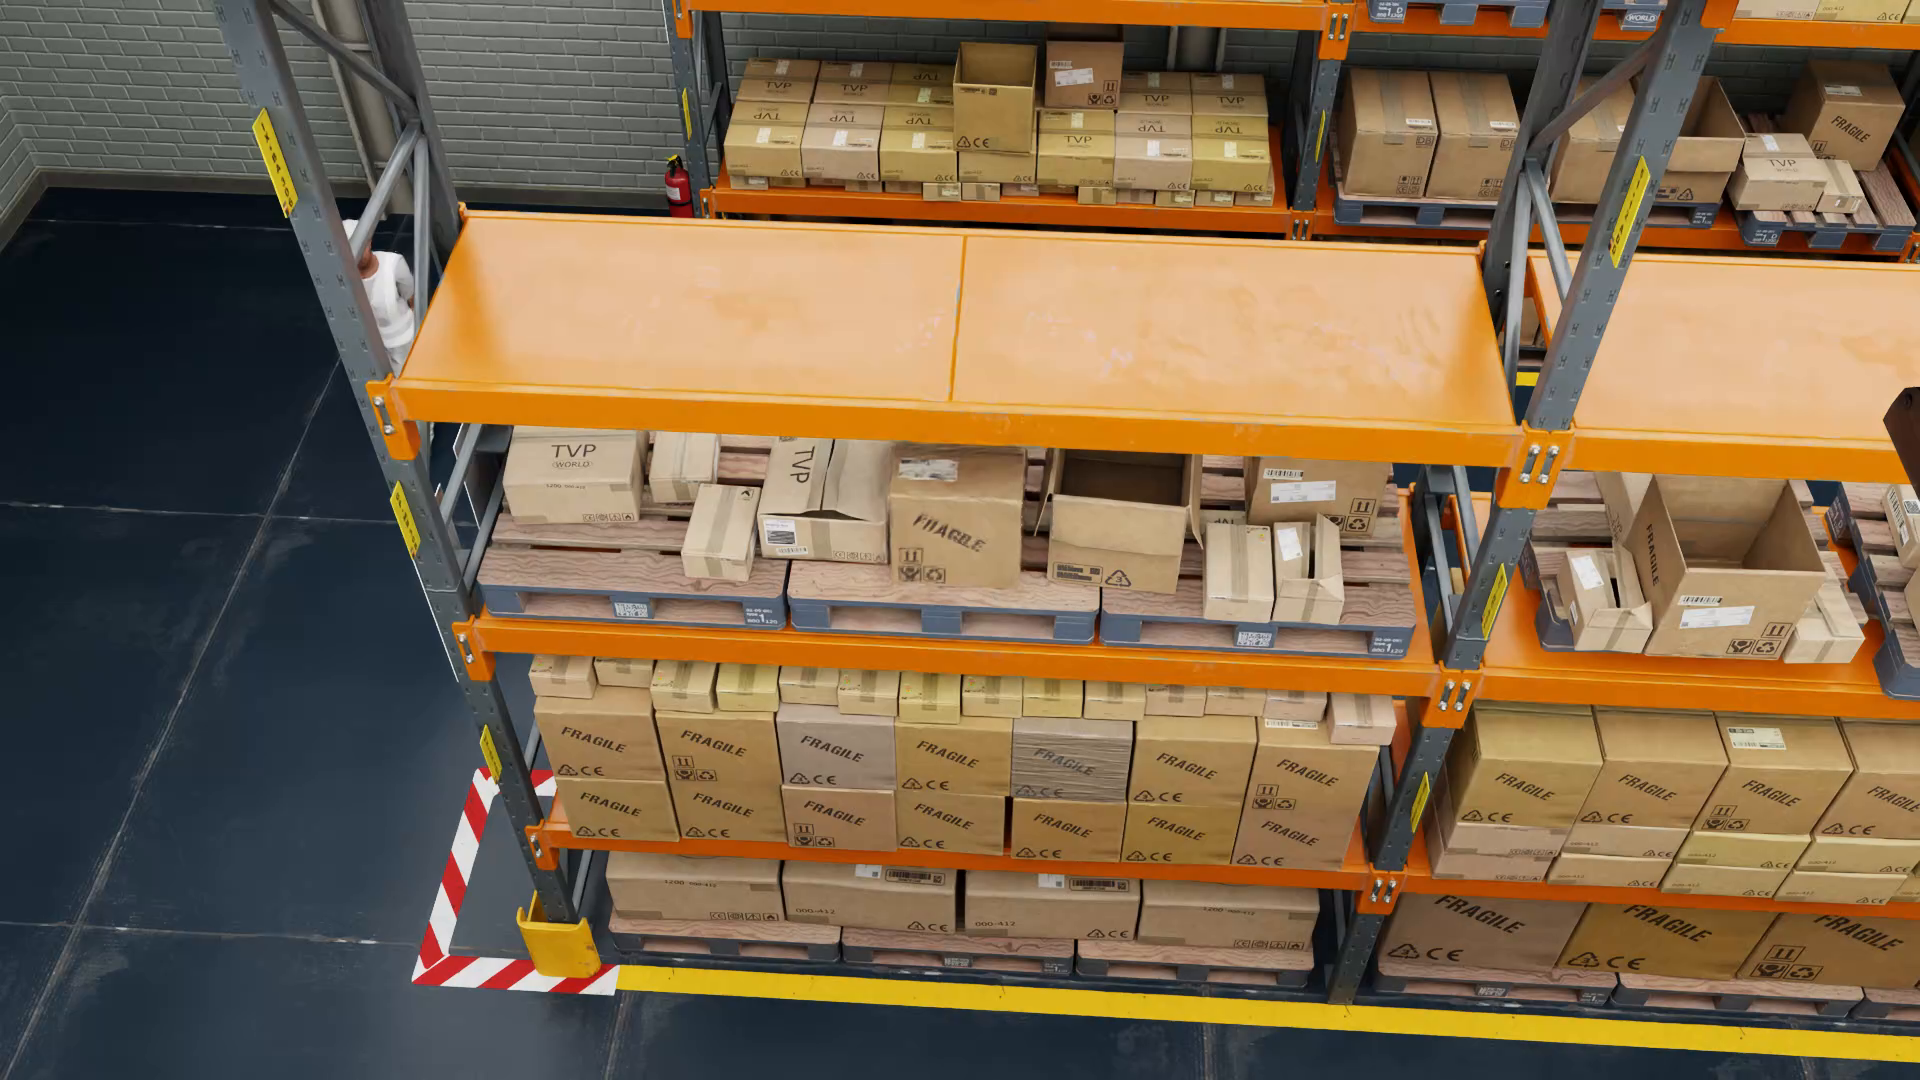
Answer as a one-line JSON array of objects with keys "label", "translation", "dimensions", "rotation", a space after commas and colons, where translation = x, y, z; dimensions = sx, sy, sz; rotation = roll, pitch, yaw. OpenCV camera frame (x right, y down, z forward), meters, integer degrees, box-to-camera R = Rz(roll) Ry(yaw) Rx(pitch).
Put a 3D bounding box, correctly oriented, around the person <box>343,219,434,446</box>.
[{"label": "person", "translation": [-3.714, -1.358, 10.768], "dimensions": [0.547, 1.766, 0.811], "rotation": [0, 48, 0]}]
